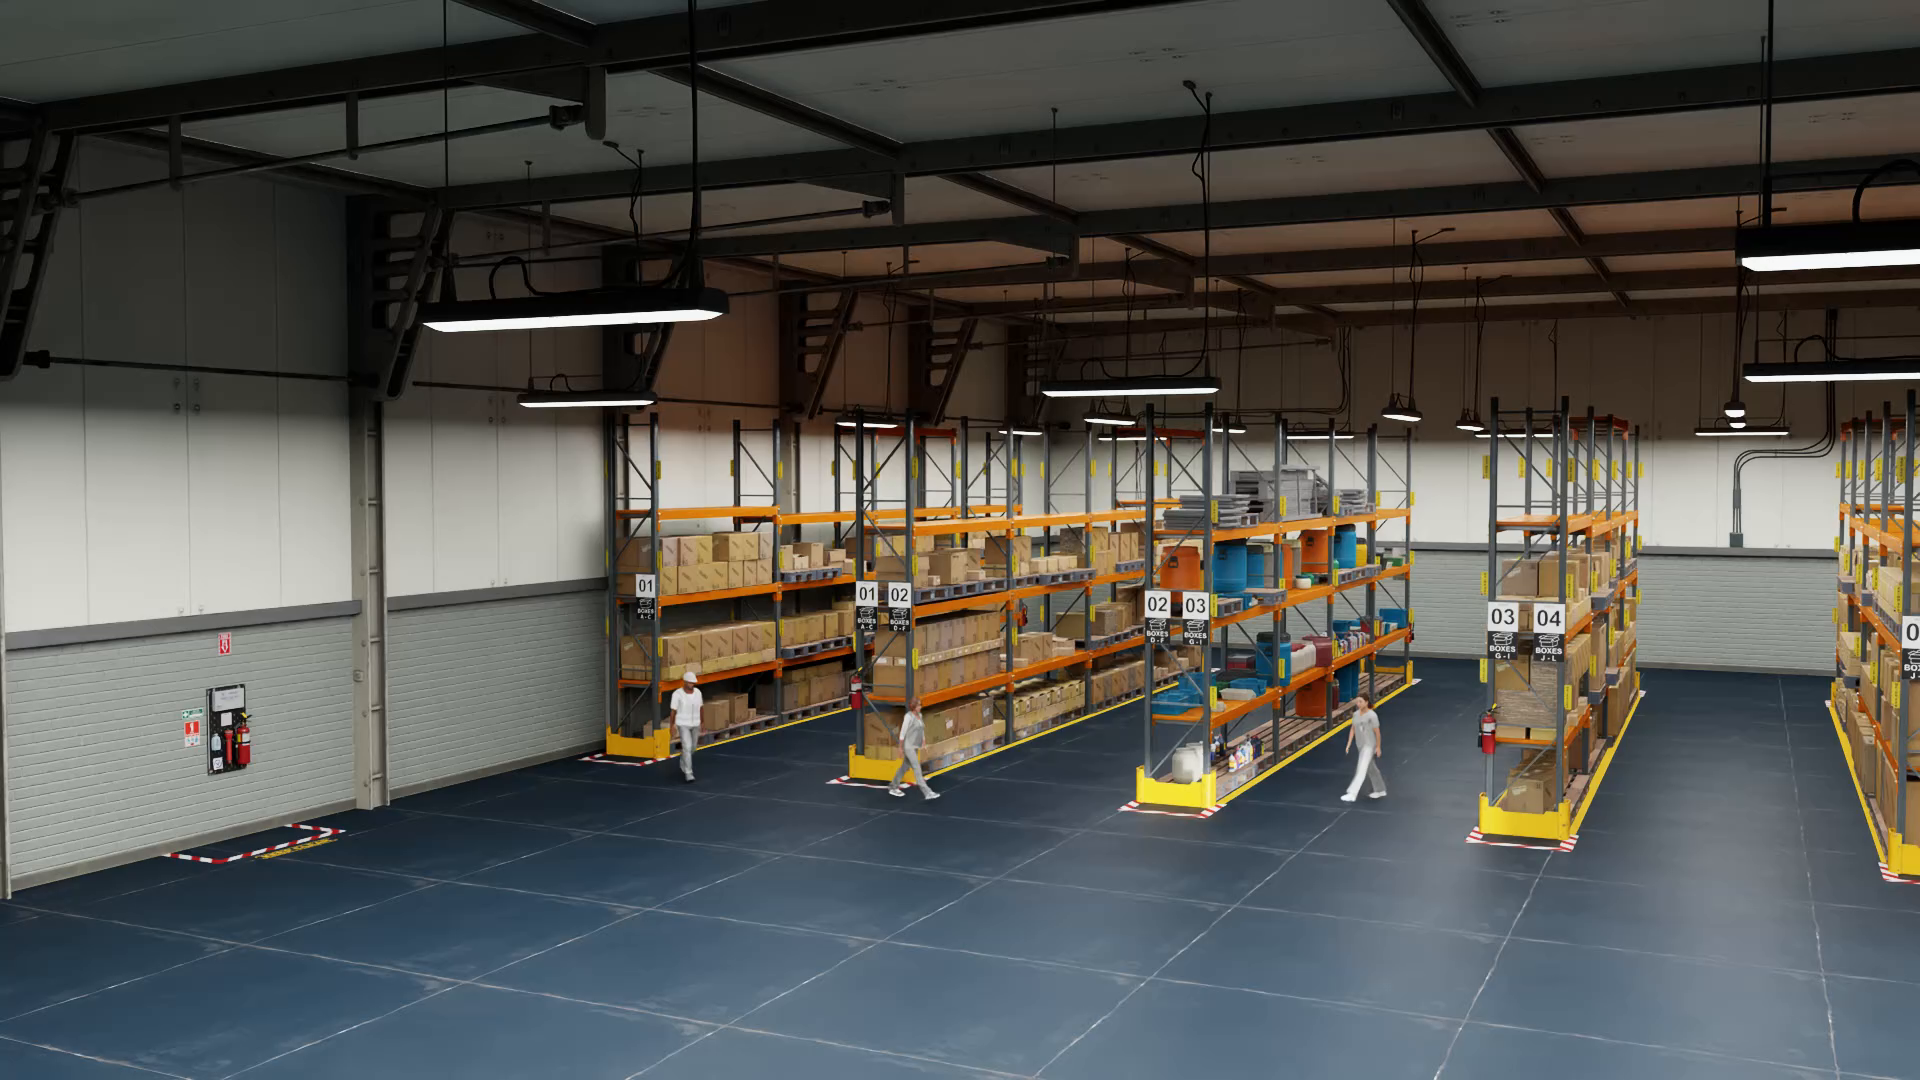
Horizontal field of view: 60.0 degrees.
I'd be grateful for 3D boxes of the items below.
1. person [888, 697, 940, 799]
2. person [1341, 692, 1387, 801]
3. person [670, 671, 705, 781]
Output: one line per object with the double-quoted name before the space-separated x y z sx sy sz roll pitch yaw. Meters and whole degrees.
"person" -0.668 3.146 25.196 0.951 1.539 0.442 1 3 23
"person" 6.046 3.119 25.060 1.012 1.601 0.466 -1 3 -25
"person" -4.428 2.999 27.064 0.574 1.739 0.897 -2 3 -44
